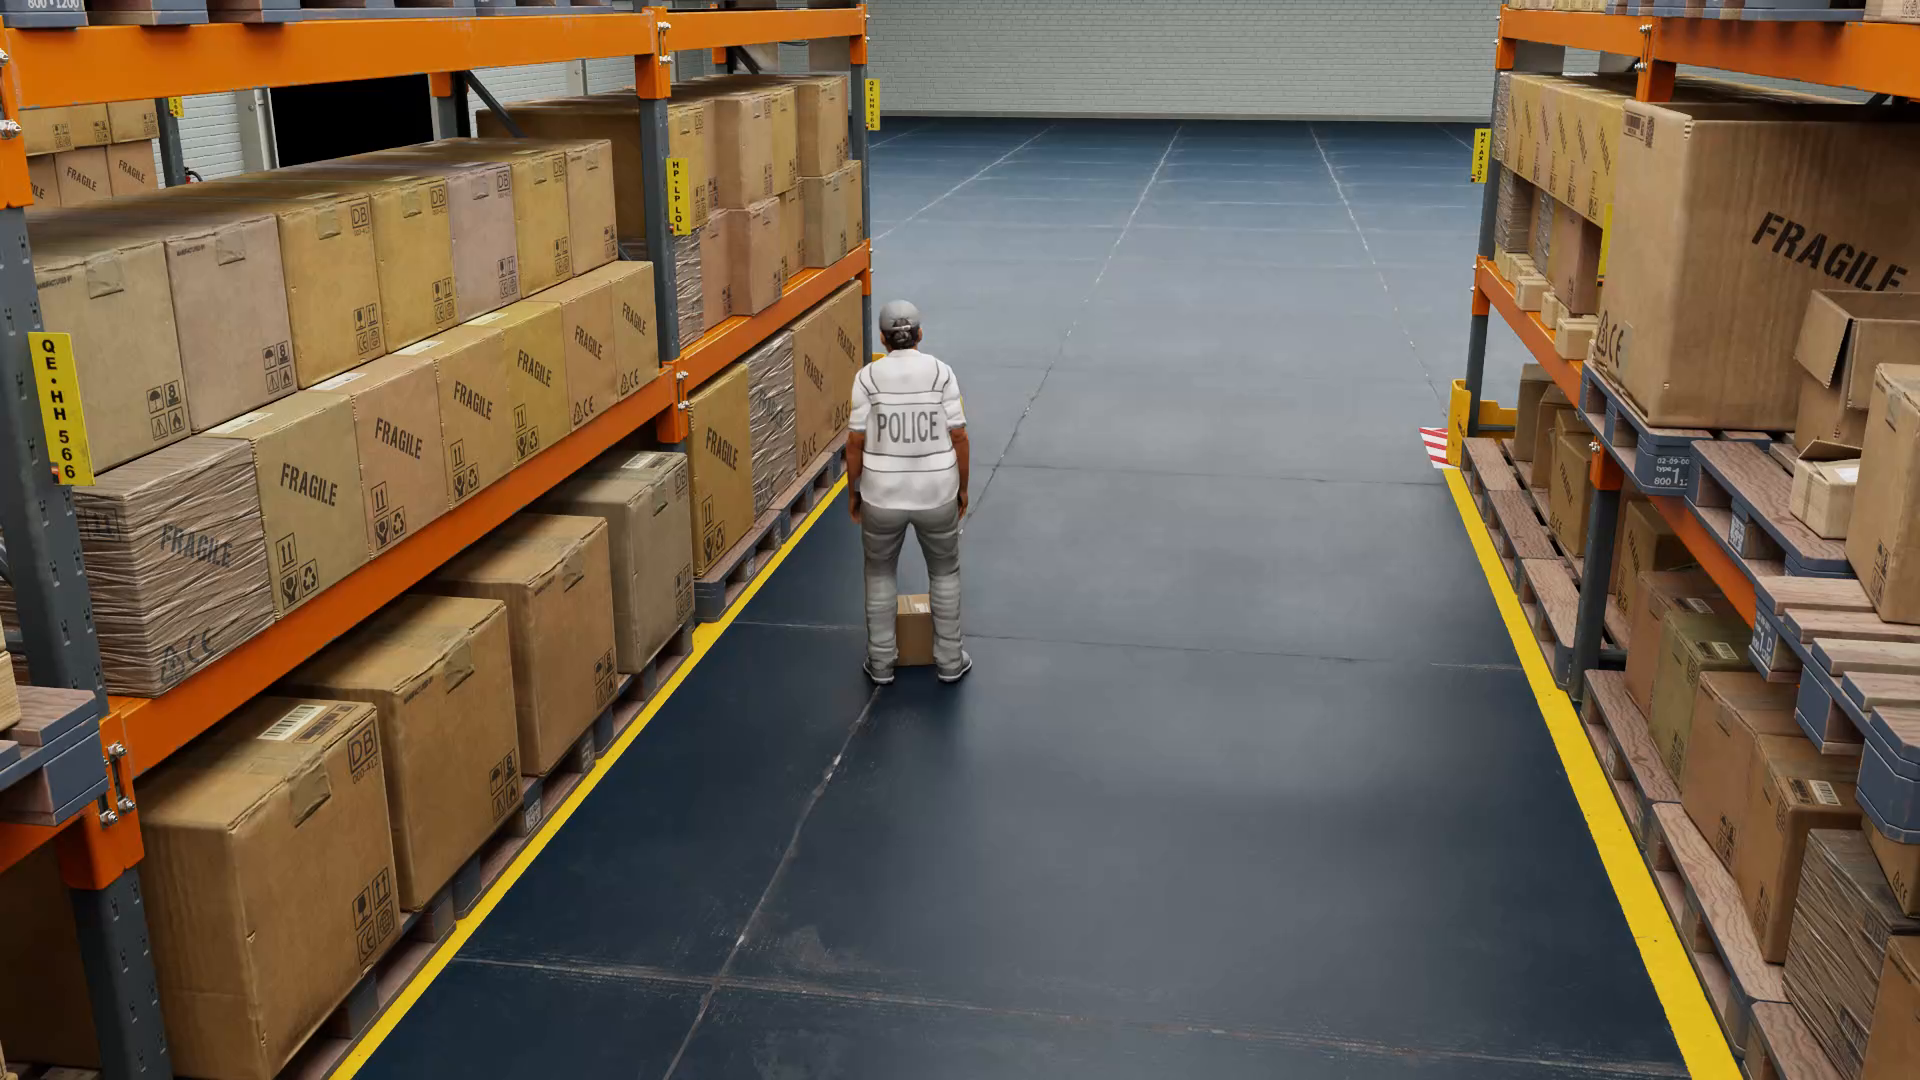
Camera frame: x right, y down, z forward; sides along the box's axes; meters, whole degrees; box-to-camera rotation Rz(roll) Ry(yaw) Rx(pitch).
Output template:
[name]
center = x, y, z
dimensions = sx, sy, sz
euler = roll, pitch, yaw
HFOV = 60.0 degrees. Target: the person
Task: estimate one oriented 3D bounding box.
[person]
center = -0.214, -0.194, 7.142
dimensions = 0.547, 1.664, 0.470
euler = -1, 18, -4
